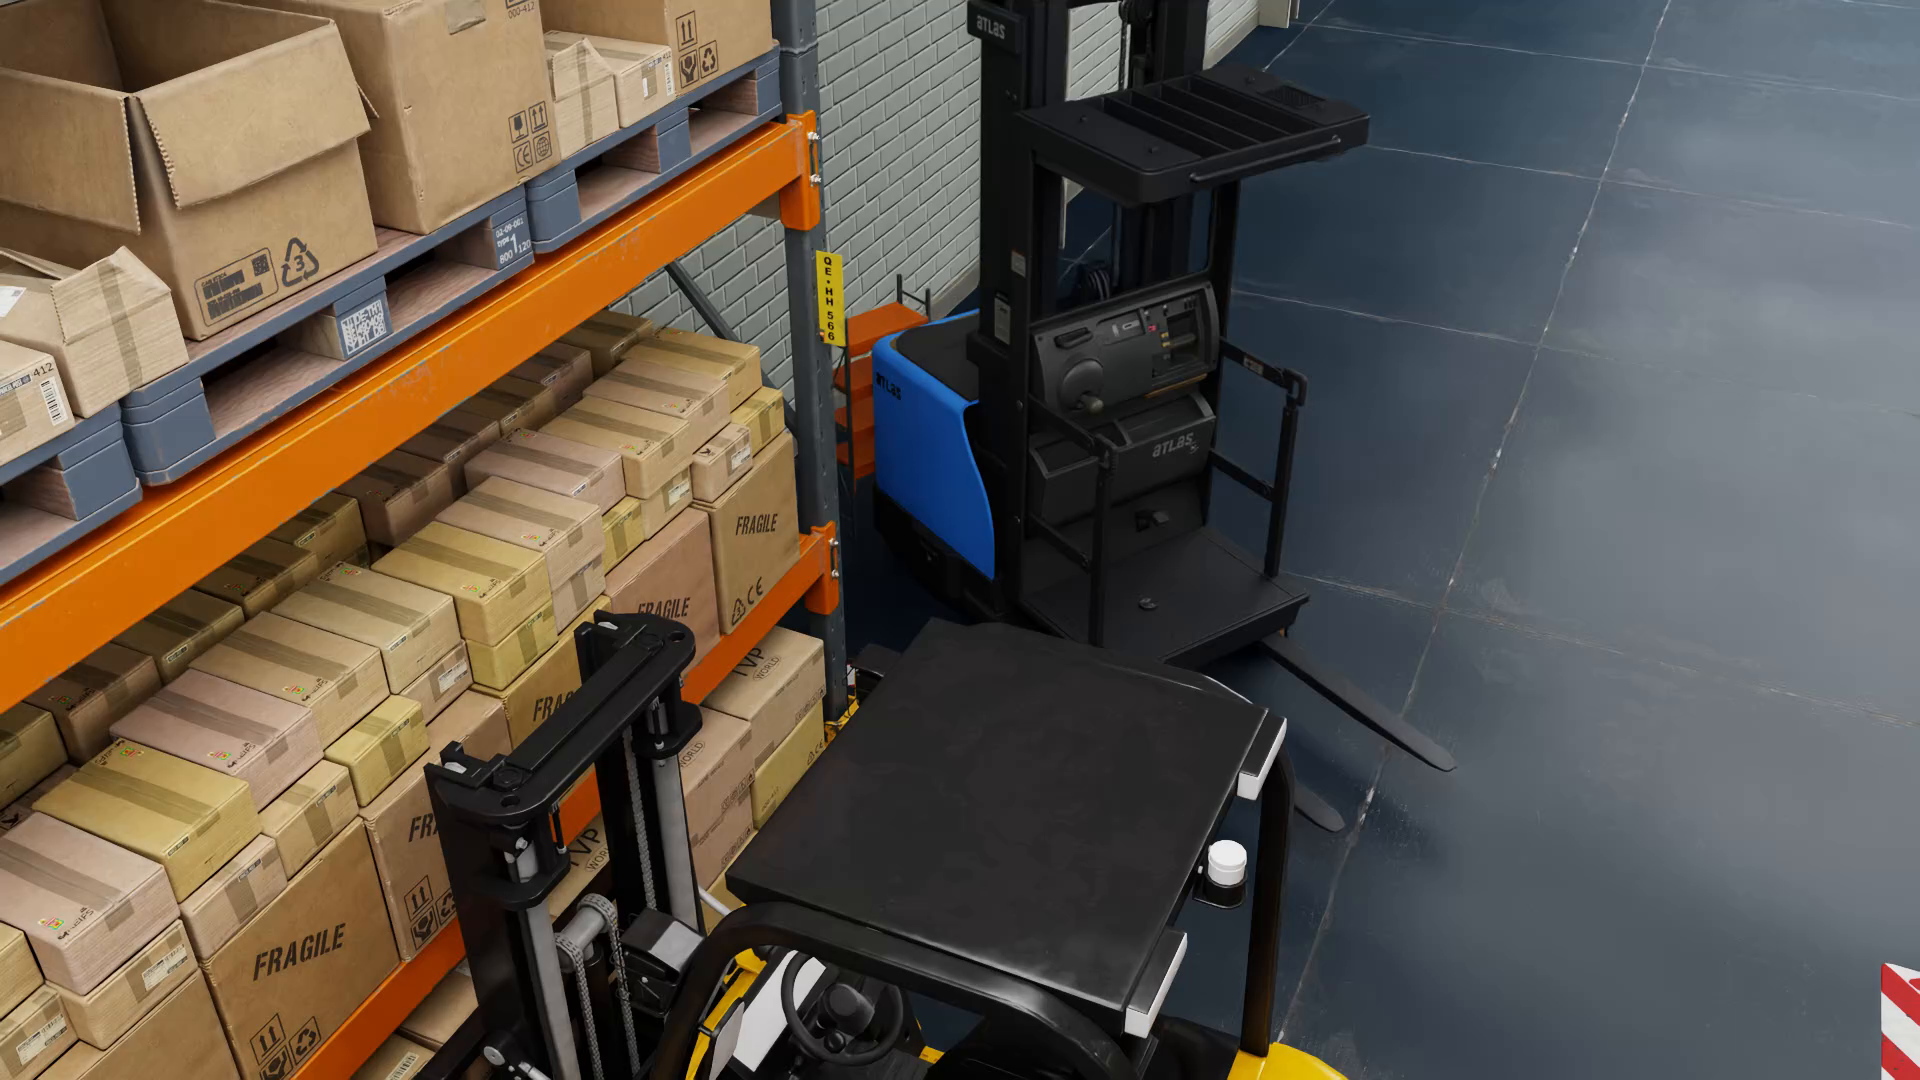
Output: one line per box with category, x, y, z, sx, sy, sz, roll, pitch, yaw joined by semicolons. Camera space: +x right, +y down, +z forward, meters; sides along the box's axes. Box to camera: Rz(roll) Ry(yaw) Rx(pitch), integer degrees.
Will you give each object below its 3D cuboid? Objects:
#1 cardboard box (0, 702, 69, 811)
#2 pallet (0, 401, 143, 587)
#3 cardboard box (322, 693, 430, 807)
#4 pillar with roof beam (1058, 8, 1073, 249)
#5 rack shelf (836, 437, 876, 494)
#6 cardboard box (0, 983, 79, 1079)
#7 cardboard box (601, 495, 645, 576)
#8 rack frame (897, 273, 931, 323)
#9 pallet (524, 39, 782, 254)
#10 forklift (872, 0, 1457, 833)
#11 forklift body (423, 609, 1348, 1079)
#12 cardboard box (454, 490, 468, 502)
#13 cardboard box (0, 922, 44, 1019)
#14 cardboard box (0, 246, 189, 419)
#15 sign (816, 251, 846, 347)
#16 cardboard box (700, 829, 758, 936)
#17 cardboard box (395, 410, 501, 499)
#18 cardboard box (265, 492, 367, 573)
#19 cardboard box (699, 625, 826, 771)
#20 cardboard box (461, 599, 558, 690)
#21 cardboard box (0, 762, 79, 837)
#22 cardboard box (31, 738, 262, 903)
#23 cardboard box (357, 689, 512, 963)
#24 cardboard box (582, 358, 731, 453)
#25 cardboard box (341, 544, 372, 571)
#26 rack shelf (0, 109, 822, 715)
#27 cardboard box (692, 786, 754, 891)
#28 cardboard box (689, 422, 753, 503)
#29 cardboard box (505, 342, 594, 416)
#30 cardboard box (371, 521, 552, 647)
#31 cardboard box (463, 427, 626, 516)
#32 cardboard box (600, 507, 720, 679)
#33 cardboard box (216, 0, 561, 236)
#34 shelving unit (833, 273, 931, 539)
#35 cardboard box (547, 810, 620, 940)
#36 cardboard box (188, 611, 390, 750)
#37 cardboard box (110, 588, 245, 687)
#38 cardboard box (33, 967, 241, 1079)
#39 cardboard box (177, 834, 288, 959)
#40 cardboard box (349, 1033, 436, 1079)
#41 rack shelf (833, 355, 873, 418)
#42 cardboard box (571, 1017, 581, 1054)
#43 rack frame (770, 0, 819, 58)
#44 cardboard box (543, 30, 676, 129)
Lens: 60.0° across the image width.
cardboard box;-2.311;0.476;3.835;0.380;0.149;0.250;14;36;20
pallet;-2.253;0.008;2.848;1.003;0.211;1.213;14;36;20
cardboard box;-1.549;0.479;4.102;0.380;0.149;0.250;13;36;20
pillar with roof beam;4.398;-4.706;7.220;9.100;9.000;0.400;14;36;20
rack shelf;-0.408;-0.424;8.286;0.480;0.148;0.258;-25;40;-33
cardboard box;-2.023;0.979;3.339;0.380;0.149;0.250;14;36;20
cardboard box;-1.161;-0.042;4.896;0.380;0.149;0.250;14;36;20
rack frame;-0.222;-0.732;8.272;0.015;1.200;0.240;-25;40;-33
pallet;-1.232;-1.208;4.701;1.003;0.211;1.213;14;36;20
forklift;0.817;-0.740;6.706;1.130;2.935;3.031;-20;38;-28
forklift body;-0.049;1.381;4.182;2.313;2.155;1.214;14;36;20
cardboard box;-1.615;-0.158;5.073;0.380;0.149;0.250;13;35;19
cardboard box;-2.057;0.848;3.268;0.380;0.149;0.250;14;36;20
cardboard box;-1.689;-0.429;3.082;0.396;0.266;0.258;13;36;19
sign;-0.426;-0.788;5.445;0.100;0.325;0.005;14;36;20
cardboard box;-1.039;1.190;5.825;0.500;0.250;0.500;14;36;20
cardboard box;-1.602;-0.278;4.985;0.380;0.149;0.250;14;36;21
cardboard box;-1.889;-0.033;4.611;0.380;0.149;0.250;13;36;19
cardboard box;-0.822;0.521;5.933;0.500;0.250;0.500;15;36;22
cardboard box;-1.318;0.232;4.478;0.380;0.149;0.250;14;36;21
cardboard box;-2.231;0.621;3.885;0.380;0.149;0.250;15;36;22
cardboard box;-1.772;0.607;3.634;0.380;0.149;0.250;14;36;20
cardboard box;-1.520;0.692;4.369;0.500;0.500;0.500;14;36;21
cardboard box;-0.946;-0.417;5.197;0.380;0.149;0.250;14;36;21
cardboard box;-1.893;0.084;4.704;0.380;0.149;0.250;15;36;22
rack shelf;-1.749;-0.294;3.883;1.077;0.370;4.000;14;36;20
cardboard box;-1.052;0.990;5.673;0.500;0.250;0.500;14;36;20
cardboard box;-0.883;-0.278;5.256;0.380;0.149;0.250;15;36;21
cardboard box;-1.415;-0.538;5.380;0.380;0.149;0.250;15;36;22
cardboard box;-1.314;0.111;4.390;0.380;0.149;0.250;15;36;21
cardboard box;-1.203;-0.174;4.825;0.380;0.149;0.250;14;36;21
cardboard box;-1.106;0.183;5.144;0.500;0.500;0.500;15;36;22
cardboard box;-1.396;-1.087;3.871;0.700;0.500;0.500;14;36;21
shelving unit;-0.409;-0.646;8.141;0.503;1.200;0.258;-25;40;-33
cardboard box;-1.232;1.030;5.157;0.500;0.250;0.500;15;36;21
cardboard box;-1.628;0.340;4.043;0.380;0.149;0.250;14;36;21
cardboard box;-2.028;0.241;4.194;0.380;0.149;0.250;15;36;22
cardboard box;-1.961;1.190;3.609;0.500;0.500;0.500;15;36;21
cardboard box;-1.742;0.743;3.699;0.380;0.149;0.250;14;36;20
cardboard box;-1.678;1.540;4.378;0.500;0.250;0.500;15;36;22
rack shelf;-0.409;-0.777;8.055;0.480;0.148;0.258;-25;40;-33
cardboard box;-1.462;1.500;4.895;0.500;0.250;0.500;14;36;20
rack frame;-0.913;-2.845;4.383;1.000;3.000;0.127;14;36;20
cardboard box;-0.984;-1.221;4.396;0.380;0.149;0.250;13;35;19
